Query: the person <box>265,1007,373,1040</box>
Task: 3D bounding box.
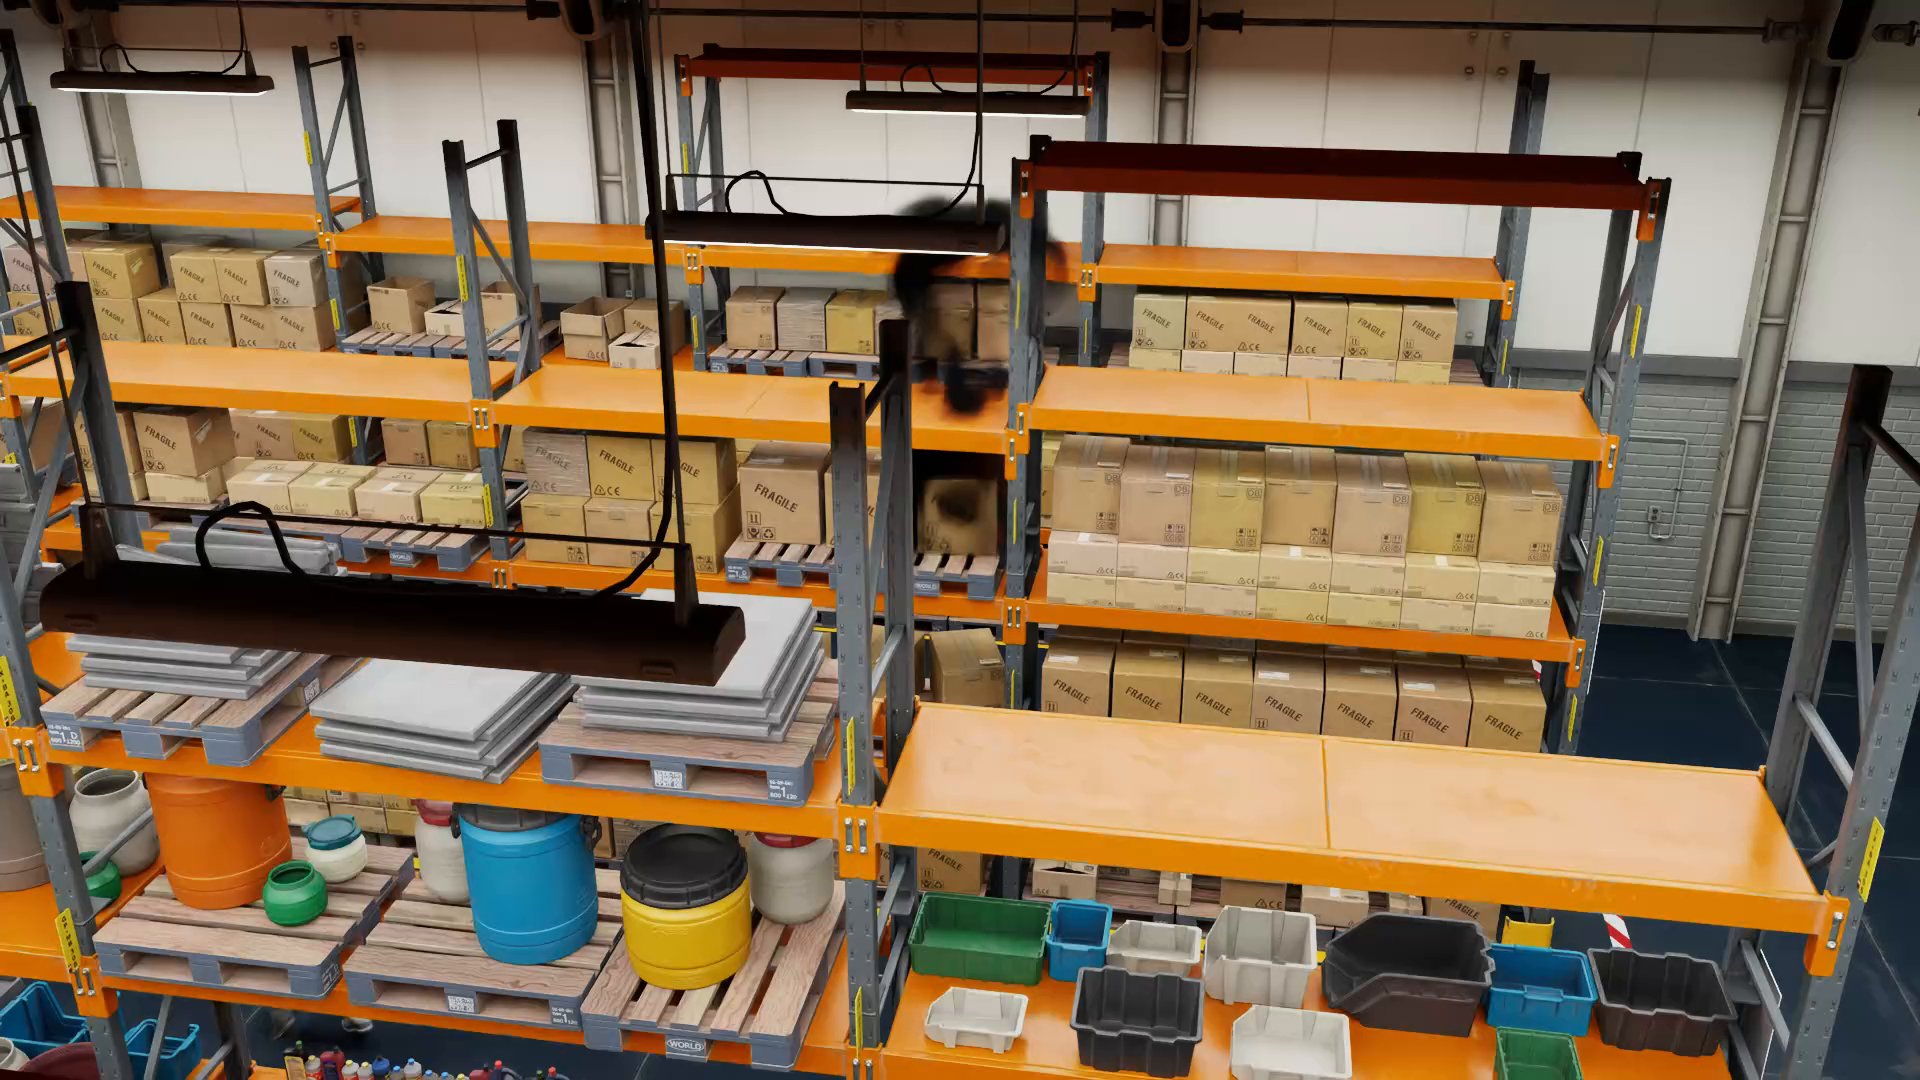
[{"bbox_3d":[-4.684,2.852,11.640,1.021,1.709,0.704,6,24,14],"label":"person"}]
